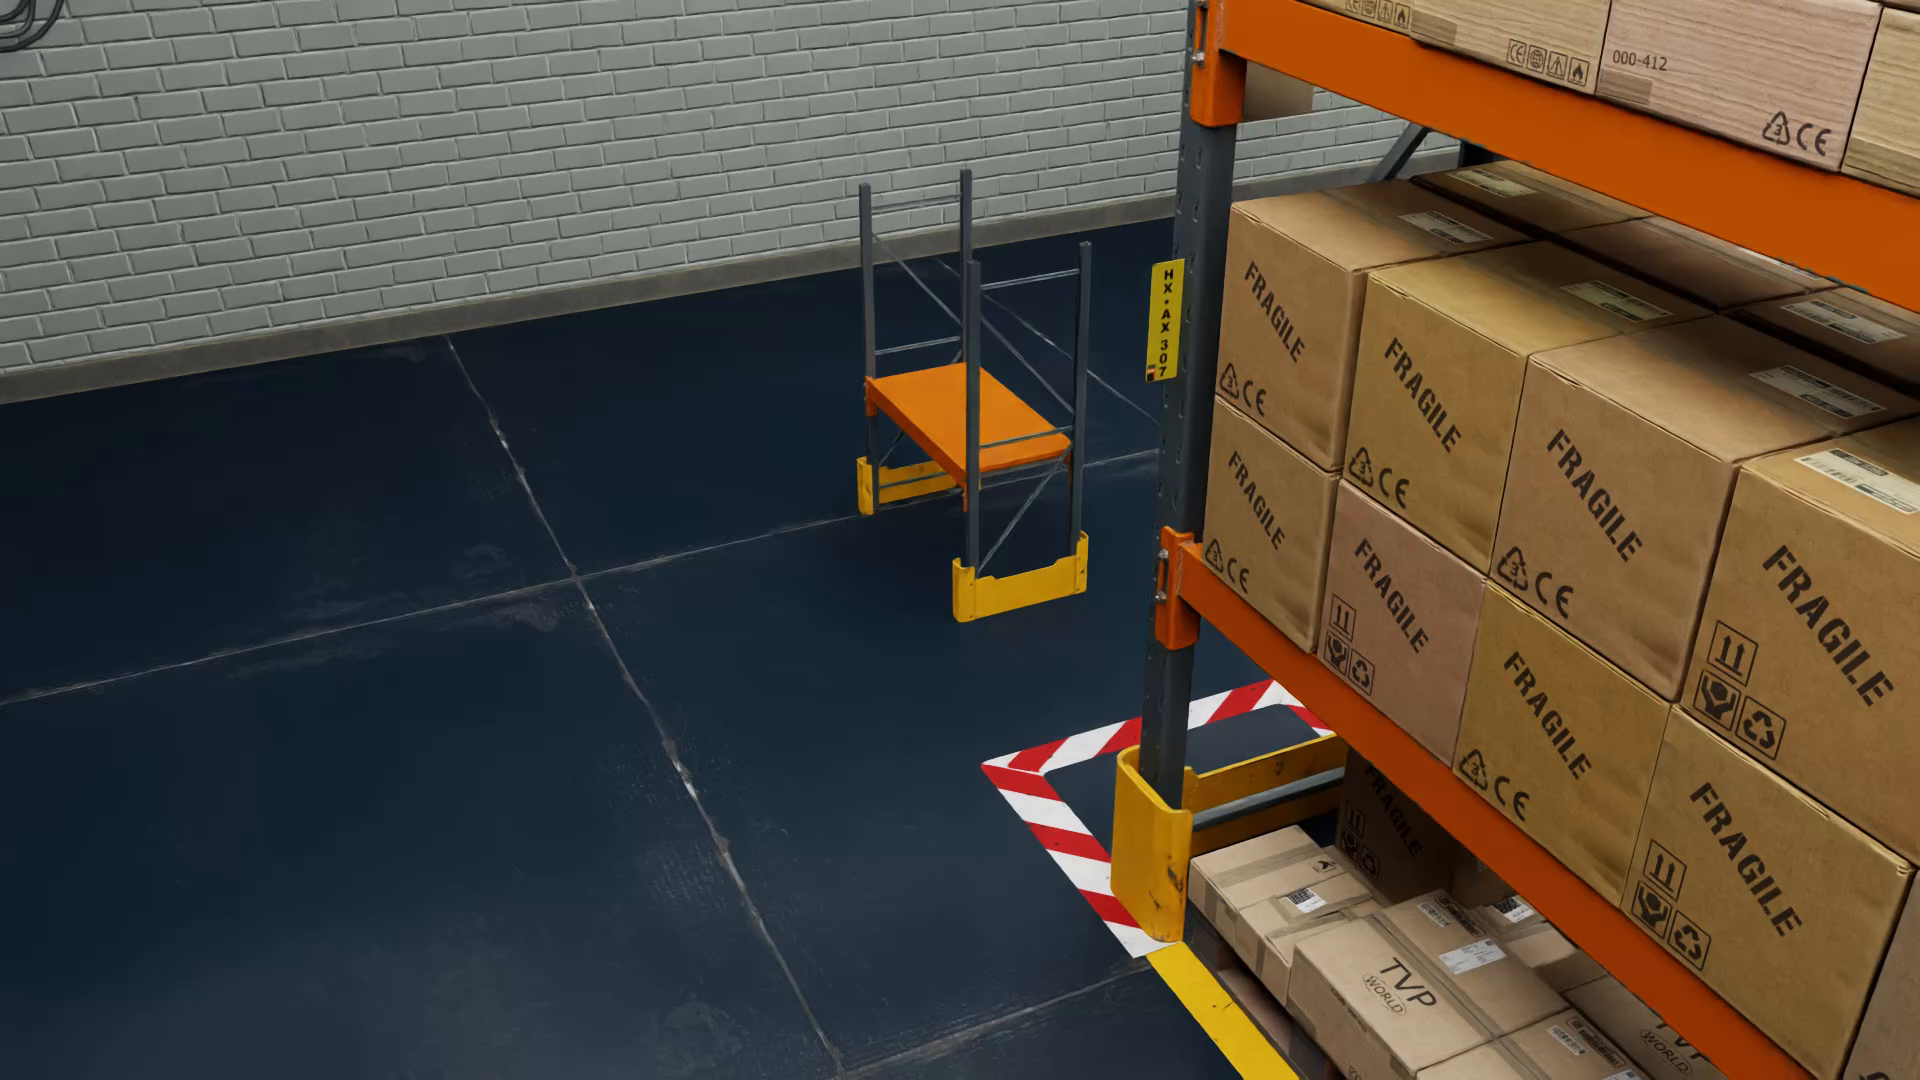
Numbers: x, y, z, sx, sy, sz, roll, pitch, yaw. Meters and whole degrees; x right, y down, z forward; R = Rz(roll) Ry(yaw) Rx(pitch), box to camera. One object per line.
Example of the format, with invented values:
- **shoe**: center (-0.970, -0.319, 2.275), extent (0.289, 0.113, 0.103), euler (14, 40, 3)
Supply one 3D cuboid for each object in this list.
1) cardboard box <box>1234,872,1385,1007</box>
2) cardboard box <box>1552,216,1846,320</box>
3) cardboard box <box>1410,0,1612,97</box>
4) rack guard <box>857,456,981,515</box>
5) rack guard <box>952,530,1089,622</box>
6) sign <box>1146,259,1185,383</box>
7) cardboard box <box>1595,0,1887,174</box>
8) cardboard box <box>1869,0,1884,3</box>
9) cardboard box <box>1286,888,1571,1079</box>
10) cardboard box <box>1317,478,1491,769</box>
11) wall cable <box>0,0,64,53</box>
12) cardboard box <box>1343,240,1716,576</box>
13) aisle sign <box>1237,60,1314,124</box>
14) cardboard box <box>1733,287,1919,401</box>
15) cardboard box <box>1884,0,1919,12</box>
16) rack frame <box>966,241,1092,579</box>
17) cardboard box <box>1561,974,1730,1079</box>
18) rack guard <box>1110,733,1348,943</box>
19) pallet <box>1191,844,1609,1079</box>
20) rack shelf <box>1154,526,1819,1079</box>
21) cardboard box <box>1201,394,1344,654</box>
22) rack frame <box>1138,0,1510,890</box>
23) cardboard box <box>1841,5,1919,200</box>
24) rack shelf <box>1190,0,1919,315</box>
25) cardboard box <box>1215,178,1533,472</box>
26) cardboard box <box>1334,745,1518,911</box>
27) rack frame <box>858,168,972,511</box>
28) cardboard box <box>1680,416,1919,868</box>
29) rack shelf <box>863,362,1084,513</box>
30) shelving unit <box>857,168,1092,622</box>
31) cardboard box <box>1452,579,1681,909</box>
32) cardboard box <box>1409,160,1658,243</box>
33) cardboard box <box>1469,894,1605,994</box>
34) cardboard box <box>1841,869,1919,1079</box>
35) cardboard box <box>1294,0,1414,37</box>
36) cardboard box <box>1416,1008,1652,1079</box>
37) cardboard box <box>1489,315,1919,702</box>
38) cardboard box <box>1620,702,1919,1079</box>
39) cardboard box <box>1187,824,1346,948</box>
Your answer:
- **cardboard box**: center (1.000, 1.109, 4.653), extent (0.380, 0.166, 0.250), euler (-13, 32, -22)
- **cardboard box**: center (1.681, -0.421, 3.809), extent (0.500, 0.500, 0.500), euler (-12, 32, -21)
- **cardboard box**: center (1.218, -1.042, 3.127), extent (0.500, 0.250, 0.500), euler (-13, 32, -22)
- **rack guard**: center (-0.181, -0.295, 7.521), extent (0.587, 0.250, 0.087), euler (-13, 32, -22)
- **rack guard**: center (0.247, 0.145, 6.736), extent (0.587, 0.250, 0.087), euler (-13, 32, -22)
- **sign**: center (0.534, -0.566, 4.308), extent (0.100, 0.325, 0.005), euler (-13, 32, -22)
- **cardboard box**: center (1.434, -0.821, 2.734), extent (0.500, 0.250, 0.500), euler (-13, 32, -22)
- **cardboard box**: center (1.438, -1.040, 2.614), extent (0.500, 0.250, 0.500), euler (-13, 32, -22)
- **cardboard box**: center (1.216, 1.225, 4.360), extent (0.500, 0.250, 0.500), euler (-13, 32, -22)
- **cardboard box**: center (1.202, 0.132, 3.846), extent (0.500, 0.500, 0.500), euler (-13, 32, -22)
- **wall cable**: center (-5.554, -3.097, 6.747), extent (3.097, 2.526, 0.112), euler (-13, 32, -22)
- **cardboard box**: center (1.207, -0.302, 3.597), extent (0.500, 0.500, 0.500), euler (-13, 32, -21)
- **aisle sign**: center (0.729, -1.405, 4.031), extent (0.394, 0.787, 0.004), euler (-13, 32, -22)
- **cardboard box**: center (1.908, -0.193, 3.402), extent (0.500, 0.500, 0.500), euler (-12, 32, -21)
- **cardboard box**: center (1.649, -0.819, 2.218), extent (0.500, 0.250, 0.500), euler (-13, 32, -22)
- **rack frame**: center (0.255, -0.392, 6.416), extent (0.500, 1.500, 0.032), euler (-13, 32, -22)
- **cardboard box**: center (1.860, 1.319, 4.192), extent (0.500, 0.250, 0.500), euler (-13, 32, -22)
- **rack guard**: center (1.056, 0.821, 5.275), extent (1.175, 0.500, 0.348), euler (-13, 32, -22)
- **pallet**: center (1.399, 1.299, 4.718), extent (1.003, 0.211, 1.213), euler (-13, 32, -22)
- **rack shelf**: center (1.882, 0.895, 3.323), extent (1.077, 0.370, 4.000), euler (-13, 32, -22)
- **cardboard box**: center (0.976, -0.095, 4.250), extent (0.500, 0.500, 0.500), euler (-12, 32, -21)
- **rack frame**: center (1.024, -0.303, 4.723), extent (1.000, 3.000, 0.127), euler (-13, 32, -22)
- **cardboard box**: center (1.654, -0.602, 2.343), extent (0.500, 0.250, 0.500), euler (-13, 32, -22)
- **rack shelf**: center (1.882, -0.414, 2.590), extent (1.077, 0.370, 4.000), euler (-13, 32, -22)
- **cardboard box**: center (0.976, -0.531, 4.006), extent (0.500, 0.500, 0.500), euler (-12, 31, -20)
- **cardboard box**: center (1.480, 0.784, 4.891), extent (0.500, 0.500, 0.500), euler (-13, 32, -22)
- **rack frame**: center (-0.182, -0.841, 7.216), extent (0.500, 1.500, 0.032), euler (-13, 32, -22)
- **cardboard box**: center (1.636, 0.144, 2.801), extent (0.500, 0.500, 0.500), euler (-13, 32, -22)
- **rack shelf**: center (0.037, -0.460, 6.904), extent (0.538, 0.185, 1.000), euler (-13, 32, -22)
- **shelving unit**: center (0.033, -0.621, 6.823), extent (0.587, 1.500, 1.083), euler (-13, 32, -22)
- **cardboard box**: center (1.415, 0.354, 3.449), extent (0.500, 0.500, 0.500), euler (-13, 32, -22)
- **cardboard box**: center (1.463, -0.644, 4.206), extent (0.500, 0.500, 0.500), euler (-13, 32, -22)
- **cardboard box**: center (1.572, 1.127, 4.620), extent (0.380, 0.166, 0.250), euler (-13, 32, -22)
- **cardboard box**: center (1.849, 0.800, 2.655), extent (0.500, 0.500, 0.500), euler (-12, 32, -21)
- **cardboard box**: center (1.015, -1.265, 3.526), extent (0.500, 0.250, 0.500), euler (-13, 32, -22)
- **cardboard box**: center (1.430, 1.446, 3.966), extent (0.500, 0.250, 0.500), euler (-13, 32, -22)
- **cardboard box**: center (1.418, -0.080, 3.201), extent (0.500, 0.500, 0.500), euler (-13, 32, -21)
- **cardboard box**: center (1.628, 0.575, 3.055), extent (0.500, 0.500, 0.500), euler (-13, 32, -21)
- **cardboard box**: center (0.893, 1.006, 4.854), extent (0.380, 0.149, 0.250), euler (-13, 32, -22)
